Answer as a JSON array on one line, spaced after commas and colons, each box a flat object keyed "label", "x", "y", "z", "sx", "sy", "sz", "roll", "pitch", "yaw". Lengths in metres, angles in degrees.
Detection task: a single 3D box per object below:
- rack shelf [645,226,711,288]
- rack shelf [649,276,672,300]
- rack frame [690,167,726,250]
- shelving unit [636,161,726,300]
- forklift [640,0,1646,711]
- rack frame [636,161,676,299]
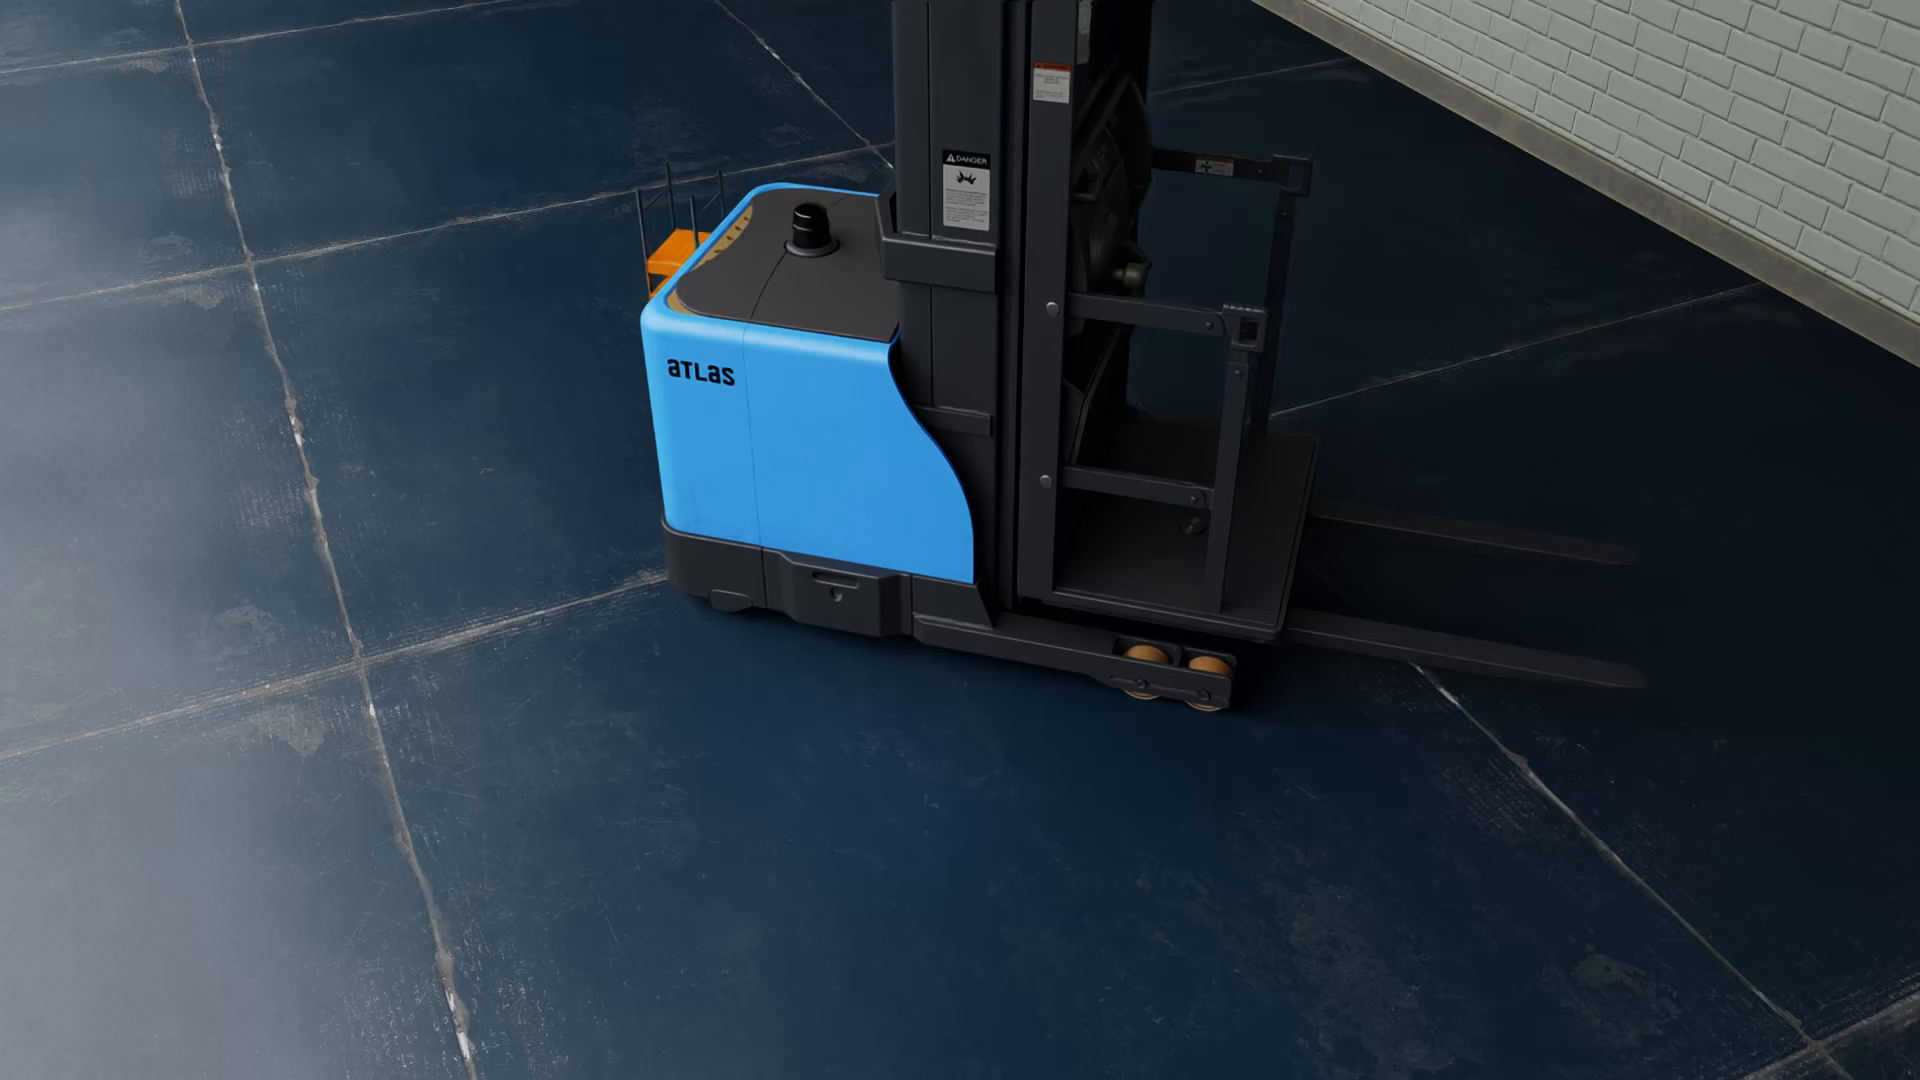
[{"label": "rack shelf", "x": -0.892, "y": -0.918, "z": 5.451, "sx": 0.180, "sy": 0.103, "sz": 0.258, "roll": 10, "pitch": 38, "yaw": 13}, {"label": "rack shelf", "x": -0.892, "y": -0.822, "z": 5.523, "sx": 0.180, "sy": 0.103, "sz": 0.258, "roll": 10, "pitch": 38, "yaw": 13}, {"label": "rack frame", "x": -0.804, "y": -0.650, "z": 5.619, "sx": 0.006, "sy": 1.200, "sz": 0.240, "roll": 10, "pitch": 38, "yaw": 13}, {"label": "shelving unit", "x": -0.892, "y": -0.665, "z": 5.639, "sx": 0.189, "sy": 1.200, "sz": 0.258, "roll": 10, "pitch": 38, "yaw": 13}, {"label": "forklift", "x": 0.618, "y": -1.012, "z": 4.653, "sx": 3.031, "sy": 2.935, "sz": 1.130, "roll": 10, "pitch": 38, "yaw": 13}, {"label": "rack frame", "x": -0.980, "y": -0.680, "z": 5.660, "sx": 0.006, "sy": 1.200, "sz": 0.240, "roll": 10, "pitch": 38, "yaw": 13}]
